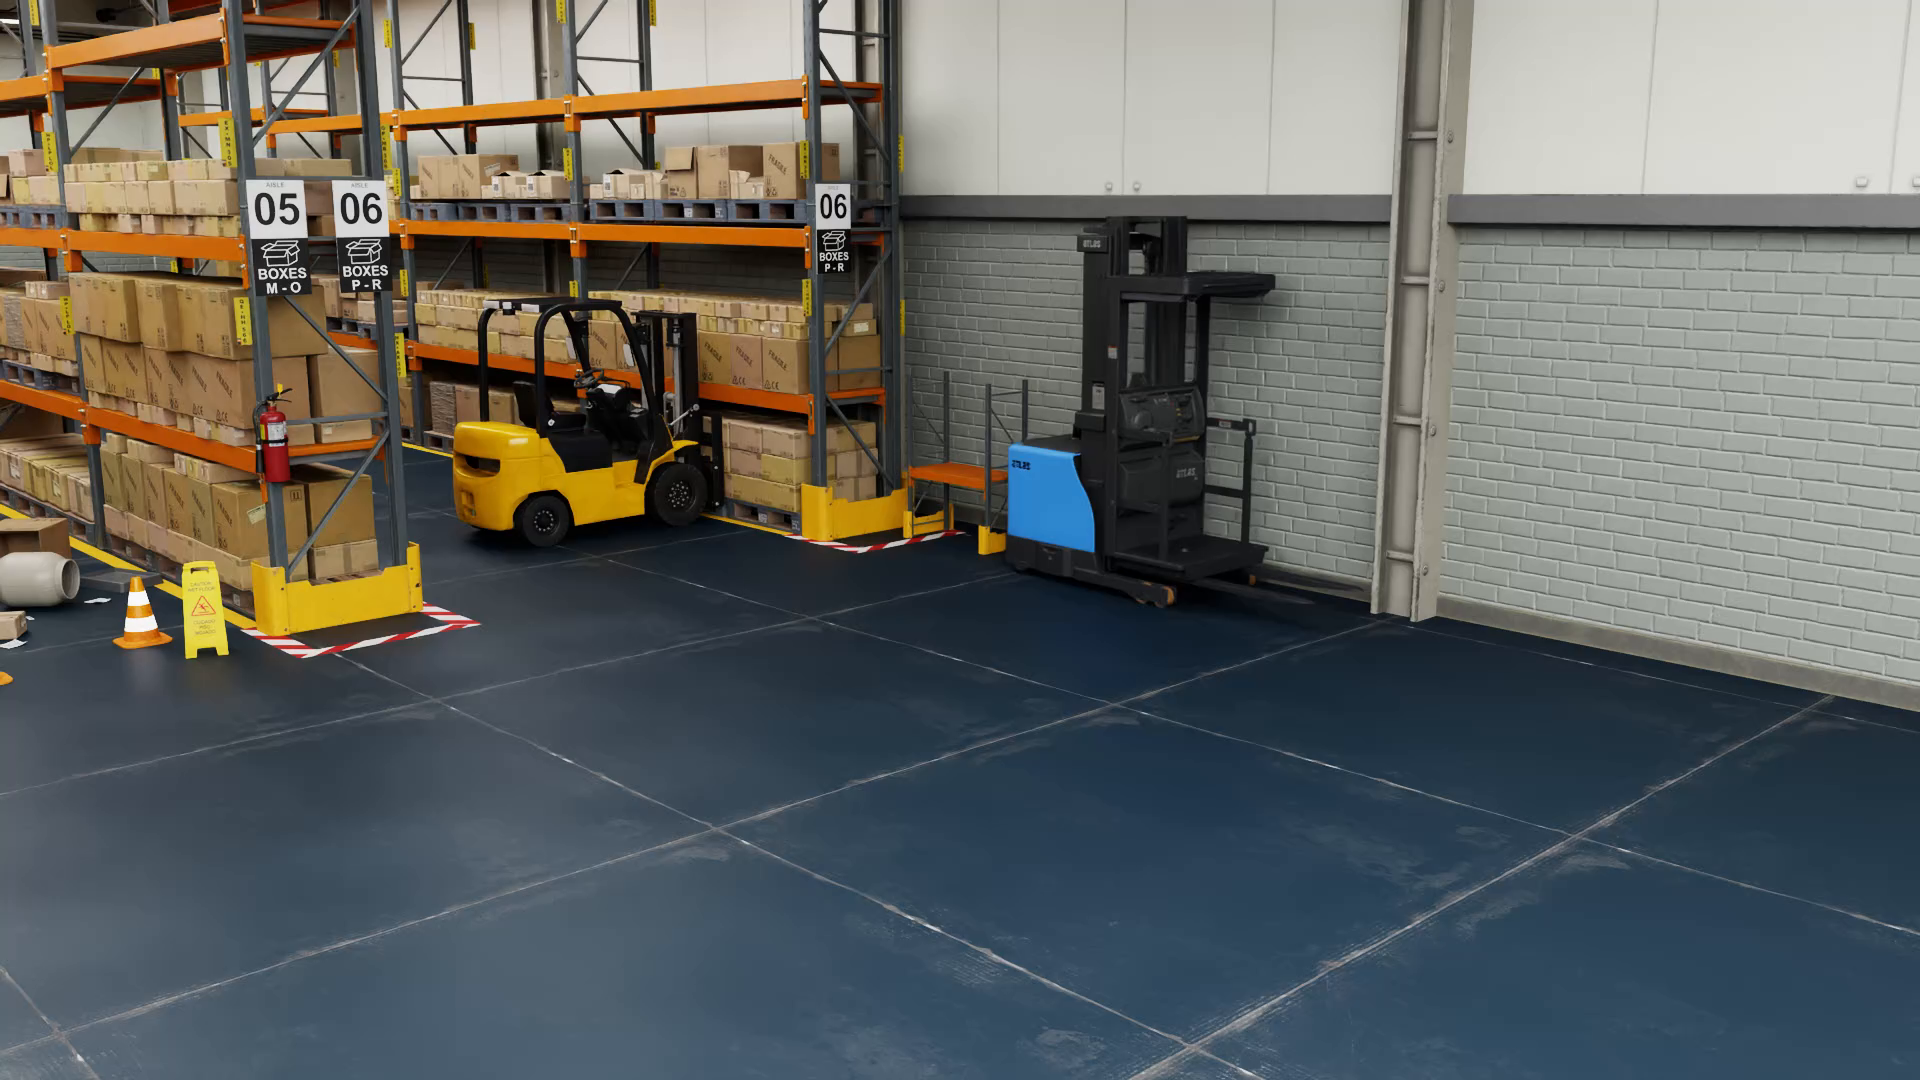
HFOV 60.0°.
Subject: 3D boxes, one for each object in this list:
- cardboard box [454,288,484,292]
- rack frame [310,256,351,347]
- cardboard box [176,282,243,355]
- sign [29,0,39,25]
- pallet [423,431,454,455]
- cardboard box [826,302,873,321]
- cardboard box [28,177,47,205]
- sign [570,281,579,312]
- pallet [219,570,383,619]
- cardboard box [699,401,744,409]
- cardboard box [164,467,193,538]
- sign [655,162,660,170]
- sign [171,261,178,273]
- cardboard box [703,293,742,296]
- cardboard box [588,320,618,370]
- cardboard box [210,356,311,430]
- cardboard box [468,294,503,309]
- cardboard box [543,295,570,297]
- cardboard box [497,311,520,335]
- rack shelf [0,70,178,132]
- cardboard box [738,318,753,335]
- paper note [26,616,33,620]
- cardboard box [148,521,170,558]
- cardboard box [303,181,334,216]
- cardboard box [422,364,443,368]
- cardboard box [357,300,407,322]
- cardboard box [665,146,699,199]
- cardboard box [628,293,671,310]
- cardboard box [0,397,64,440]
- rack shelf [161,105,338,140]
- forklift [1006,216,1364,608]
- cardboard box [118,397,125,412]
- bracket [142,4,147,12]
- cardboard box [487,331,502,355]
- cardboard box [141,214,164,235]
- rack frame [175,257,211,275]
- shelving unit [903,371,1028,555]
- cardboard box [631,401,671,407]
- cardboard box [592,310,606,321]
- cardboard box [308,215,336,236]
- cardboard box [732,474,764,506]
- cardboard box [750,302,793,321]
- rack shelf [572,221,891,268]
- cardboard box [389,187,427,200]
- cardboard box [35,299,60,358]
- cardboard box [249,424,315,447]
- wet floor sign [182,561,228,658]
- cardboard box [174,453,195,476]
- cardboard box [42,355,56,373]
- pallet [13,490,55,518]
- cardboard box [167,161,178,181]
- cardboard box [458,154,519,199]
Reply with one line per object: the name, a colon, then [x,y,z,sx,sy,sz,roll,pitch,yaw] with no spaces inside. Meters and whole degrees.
cardboard box: [-6.118,-3.076,20.891,0.380,0.149,0.250,-10,15,-41]
rack frame: [-9.252,-3.312,23.893,1.000,3.000,0.127,-11,16,-43]
cardboard box: [-5.407,-1.672,12.470,0.700,0.500,0.500,-11,16,-42]
sign: [-9.691,-5.548,17.366,0.100,0.325,0.005,-11,16,-43]
pallet: [-5.949,-1.237,20.732,1.003,0.211,1.213,-11,16,-43]
cardboard box: [-1.042,-2.152,15.670,0.380,0.149,0.250,-11,16,-44]
cardboard box: [-8.168,-3.193,15.214,0.500,0.250,0.500,-11,16,-42]
sign: [-4.113,-2.596,17.744,0.100,0.325,0.005,-11,16,-43]
pallet: [-5.140,0.362,12.968,1.003,0.211,1.213,-11,16,-43]
cardboard box: [-2.547,-1.301,17.427,0.500,0.250,0.500,-11,16,-42]
cardboard box: [-6.000,-0.326,13.313,0.500,0.500,0.500,11,16,44]
sign: [-3.327,-3.983,18.240,0.100,0.325,0.005,-11,16,-43]
sign: [-12.406,-4.244,26.272,0.100,0.325,0.005,-11,16,-43]
cardboard box: [-2.427,-2.461,17.170,0.380,0.149,0.250,-11,16,-43]
cardboard box: [-3.609,-2.093,17.725,0.500,0.500,0.500,11,16,44]
cardboard box: [-5.126,-1.104,12.191,0.500,0.500,0.500,-11,16,-44]
cardboard box: [-5.583,-2.821,19.652,0.380,0.149,0.250,-10,16,-41]
cardboard box: [-4.657,-2.786,19.484,0.380,0.149,0.250,-11,16,-43]
cardboard box: [-4.960,-2.502,19.092,0.500,0.250,0.500,-10,16,-41]
rack shelf: [-8.695,-4.134,15.791,1.077,0.370,4.000,-11,16,-43]
cardboard box: [-1.902,-2.056,15.943,0.380,0.149,0.250,-11,16,-43]
paper note: [-6.941,0.582,12.403,0.032,0.001,0.123,-11,16,-43]
cardboard box: [-6.357,-0.034,13.756,0.500,0.250,0.500,-11,16,-43]
cardboard box: [-4.707,-2.521,12.252,0.500,0.250,0.500,-11,16,-44]
cardboard box: [-7.138,-2.267,22.368,0.250,0.149,0.380,11,16,43]
cardboard box: [-7.452,-2.970,21.561,0.500,0.250,0.500,11,16,42]
cardboard box: [-2.458,-3.620,16.410,0.797,0.503,0.637,-10,15,-41]
cardboard box: [-3.189,-2.456,17.144,0.380,0.149,0.250,-10,16,-41]
cardboard box: [-10.494,-1.314,18.417,0.875,0.875,0.875,-11,16,-43]
rack shelf: [-10.633,-6.188,24.778,1.077,0.370,4.000,-11,16,-43]
forklift: [1.743,-1.031,12.992,1.130,2.935,3.031,-10,15,-41]
cardboard box: [-6.911,-1.175,14.140,0.380,0.149,0.250,-11,16,-43]
bracket: [-13.767,-9.128,28.332,0.235,0.232,0.430,-11,16,-43]
cardboard box: [-5.298,-2.332,19.507,0.500,0.250,0.500,-10,15,-41]
cardboard box: [-6.094,-2.446,12.877,0.380,0.149,0.250,-11,16,-43]
rack frame: [-12.014,-3.896,26.727,1.000,3.000,0.127,-11,16,-43]
shelving unit: [0.053,-0.723,15.045,0.587,1.500,1.083,-11,16,-43]
cardboard box: [-3.274,-1.303,17.437,0.500,0.250,0.500,-11,16,-42]
cardboard box: [-3.697,-2.428,17.747,0.380,0.149,0.250,-11,16,-43]
cardboard box: [-4.546,-2.308,12.210,0.380,0.149,0.250,-11,16,-42]
cardboard box: [-1.854,-0.518,16.106,0.500,0.250,0.500,-11,16,-43]
cardboard box: [-1.757,-2.162,15.719,0.380,0.149,0.250,-10,16,-41]
rack shelf: [-2.346,-2.970,16.580,1.077,0.370,4.000,-11,16,-43]
cardboard box: [-6.908,-4.338,20.821,0.380,0.149,0.250,-10,16,-41]
cardboard box: [-8.143,-1.960,15.306,0.500,0.500,0.500,-11,16,-42]
cardboard box: [-4.965,-0.770,12.179,0.380,0.149,0.250,-10,15,-41]
wet floor sign: [-5.195,0.461,11.412,0.267,0.644,0.232,-5,13,-23]
cardboard box: [-5.948,-0.613,13.101,0.380,0.149,0.250,-10,15,-40]
cardboard box: [-8.243,-1.645,15.384,0.380,0.149,0.250,-11,16,-43]
pallet: [-8.700,-0.378,16.563,1.003,0.211,1.213,-11,16,-43]
cardboard box: [-5.802,-2.814,12.688,0.250,0.149,0.380,11,16,44]
cardboard box: [-5.462,-4.213,19.296,0.500,0.500,0.500,-10,16,-41]
